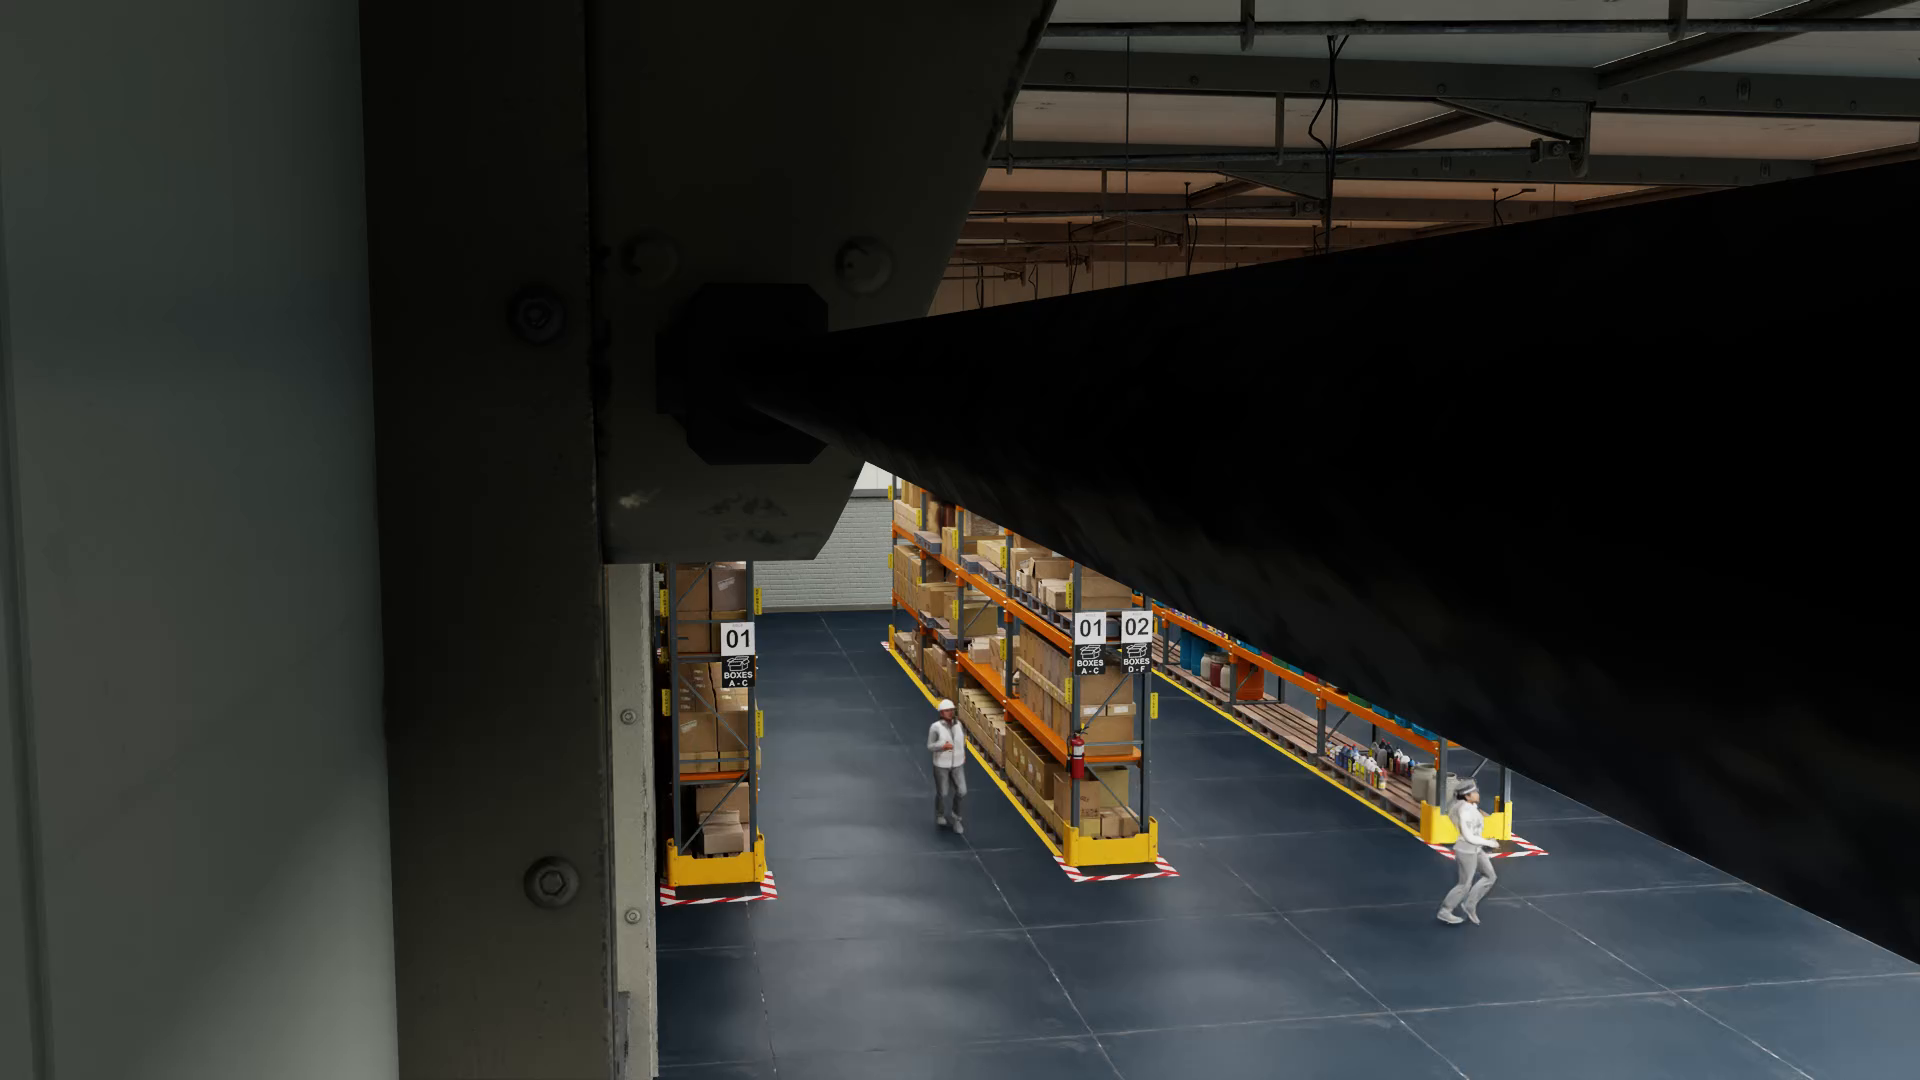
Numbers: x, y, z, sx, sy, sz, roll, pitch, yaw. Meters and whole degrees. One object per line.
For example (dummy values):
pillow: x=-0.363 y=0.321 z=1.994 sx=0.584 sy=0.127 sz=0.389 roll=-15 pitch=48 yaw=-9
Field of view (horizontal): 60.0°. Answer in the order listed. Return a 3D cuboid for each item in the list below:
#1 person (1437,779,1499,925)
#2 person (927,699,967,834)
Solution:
person: x=5.703 y=3.493 z=18.625 sx=0.644 sy=1.685 sz=0.619 roll=2 pitch=7 yaw=21
person: x=-0.144 y=3.044 z=22.339 sx=0.637 sy=1.814 sz=0.711 roll=-2 pitch=7 yaw=-20
